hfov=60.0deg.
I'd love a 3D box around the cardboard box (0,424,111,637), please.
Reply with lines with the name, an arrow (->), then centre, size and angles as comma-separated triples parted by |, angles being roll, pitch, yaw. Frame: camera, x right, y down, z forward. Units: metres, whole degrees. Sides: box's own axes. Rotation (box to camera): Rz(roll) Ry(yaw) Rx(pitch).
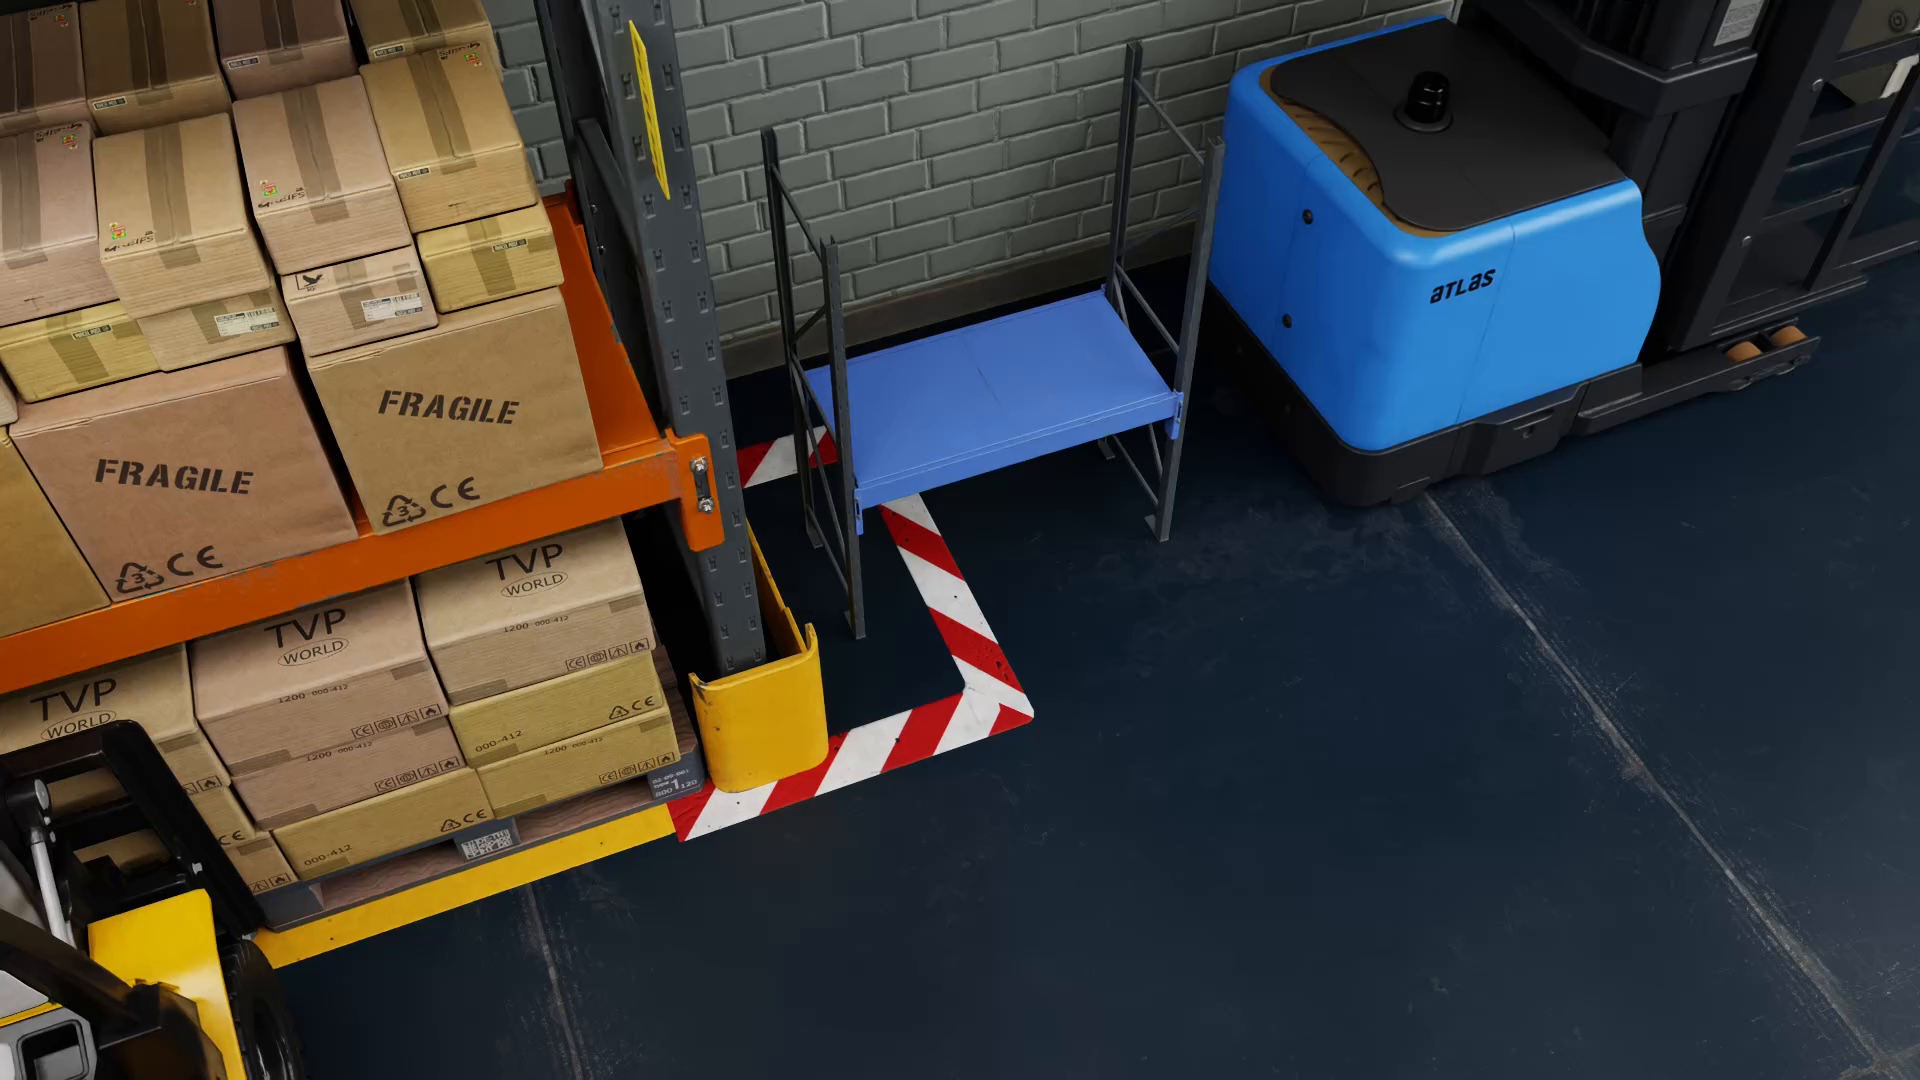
cardboard box -> -2.070, -0.125, 3.314 | 0.500, 0.500, 0.500 | -18, 52, -15

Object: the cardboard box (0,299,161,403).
cardboard box -> -1.693, -0.466, 3.180 | 0.250, 0.149, 0.380 | -18, 52, -15

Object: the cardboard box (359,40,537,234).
cardboard box -> -1.008, -0.797, 3.268 | 0.250, 0.149, 0.380 | -17, 51, -14

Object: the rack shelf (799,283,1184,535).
rack shelf -> 0.079, -0.396, 4.838 | 1.000, 0.185, 0.538 | -17, 52, -14

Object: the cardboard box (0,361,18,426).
cardboard box -> -1.923, -0.356, 3.085 | 0.250, 0.149, 0.380 | -19, 52, -15

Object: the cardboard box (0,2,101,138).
cardboard box -> -1.876, -0.904, 3.360 | 0.250, 0.149, 0.380 | -17, 51, -14

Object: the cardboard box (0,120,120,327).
cardboard box -> -1.715, -0.592, 3.091 | 0.250, 0.149, 0.380 | -17, 51, -14

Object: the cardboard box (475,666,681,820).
cardboard box -> -1.071, 0.408, 4.458 | 0.500, 0.250, 0.500 | -17, 51, -14

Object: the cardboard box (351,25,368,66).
cardboard box -> -1.372, -0.921, 3.570 | 0.250, 0.149, 0.380 | -17, 52, -14

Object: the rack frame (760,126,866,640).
rack frame -> -0.392, -0.367, 4.577 | 0.032, 1.500, 0.500 | -17, 52, -14

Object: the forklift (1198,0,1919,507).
forklift -> 2.372, -1.816, 4.877 | 3.031, 2.935, 1.130 | -19, 52, -15

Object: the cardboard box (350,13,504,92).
cardboard box -> -1.168, -1.036, 3.669 | 0.250, 0.149, 0.380 | -18, 52, -15

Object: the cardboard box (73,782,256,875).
cardboard box -> -2.027, 0.547, 4.009 | 0.500, 0.250, 0.500 | -18, 52, -15

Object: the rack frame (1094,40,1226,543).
rack frame -> 0.550, -0.659, 4.827 | 0.032, 1.500, 0.500 | -17, 52, -14

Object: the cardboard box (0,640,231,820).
cardboard box -> -1.998, 0.379, 3.823 | 0.500, 0.250, 0.500 | -17, 51, -14

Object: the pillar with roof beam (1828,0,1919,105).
pillar with roof beam -> 5.441, -1.793, 0.858 | 0.400, 9.000, 9.100 | -17, 52, -14

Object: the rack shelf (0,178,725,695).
rack shelf -> -2.607, 0.101, 3.660 | 4.000, 0.370, 1.077 | -17, 52, -14

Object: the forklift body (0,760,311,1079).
forklift body -> -1.822, 1.394, 2.635 | 1.214, 2.155, 2.313 | -17, 52, -14

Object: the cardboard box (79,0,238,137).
cardboard box -> -1.642, -0.965, 3.412 | 0.250, 0.149, 0.380 | -16, 51, -14

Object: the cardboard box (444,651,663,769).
cardboard box -> -1.088, 0.248, 4.266 | 0.500, 0.250, 0.500 | -18, 52, -15

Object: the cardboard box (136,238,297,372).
cardboard box -> -1.460, -0.529, 3.234 | 0.250, 0.149, 0.380 | -16, 51, -14

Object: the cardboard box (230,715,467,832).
cardboard box -> -1.557, 0.384, 4.149 | 0.500, 0.250, 0.500 | -18, 52, -15

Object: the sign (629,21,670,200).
sign -> -0.564, -0.777, 3.020 | 0.005, 0.325, 0.100 | -17, 52, -14

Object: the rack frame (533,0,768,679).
rack frame -> -0.756, -0.707, 3.880 | 0.127, 3.000, 1.000 | -17, 52, -14

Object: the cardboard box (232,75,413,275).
cardboard box -> -1.224, -0.705, 3.188 | 0.250, 0.149, 0.380 | -17, 51, -14

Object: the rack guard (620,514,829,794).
rack guard -> -0.734, 0.100, 4.834 | 0.348, 0.500, 1.175 | -17, 52, -14

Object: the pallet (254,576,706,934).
pallet -> -1.448, 0.450, 4.724 | 1.213, 0.211, 1.003 | -17, 52, -14

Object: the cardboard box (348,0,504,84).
cardboard box -> -1.148, -1.102, 3.529 | 0.250, 0.149, 0.380 | -18, 52, -15

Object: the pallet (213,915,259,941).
pallet -> -2.576, 0.797, 4.426 | 1.213, 0.211, 1.003 | -17, 52, -14

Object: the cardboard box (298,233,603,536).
cardboard box -> -1.112, -0.414, 3.563 | 0.500, 0.500, 0.500 | -18, 52, -15

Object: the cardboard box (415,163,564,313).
cardboard box -> -0.971, -0.655, 3.342 | 0.250, 0.149, 0.380 | -17, 51, -14

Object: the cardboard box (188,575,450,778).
cardboard box -> -1.535, 0.228, 3.954 | 0.500, 0.250, 0.500 | -16, 51, -14

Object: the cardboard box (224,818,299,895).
cardboard box -> -2.002, 0.682, 4.223 | 0.500, 0.250, 0.500 | -17, 51, -14

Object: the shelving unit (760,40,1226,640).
shelving unit -> 0.079, -0.513, 4.702 | 1.048, 1.500, 0.538 | -17, 52, -14

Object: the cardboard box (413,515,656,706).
cardboard box -> -1.064, 0.077, 4.083 | 0.500, 0.250, 0.500 | -16, 51, -13

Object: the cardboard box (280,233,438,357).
cardboard box -> -1.196, -0.561, 3.261 | 0.250, 0.149, 0.380 | -16, 51, -14

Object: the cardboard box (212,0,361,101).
cardboard box -> -1.417, -1.069, 3.502 | 0.250, 0.149, 0.380 | -16, 51, -13

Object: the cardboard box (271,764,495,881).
cardboard box -> -1.535, 0.544, 4.341 | 0.500, 0.250, 0.500 | -17, 52, -14

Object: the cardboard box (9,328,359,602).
cardboard box -> -1.596, -0.272, 3.440 | 0.500, 0.500, 0.500 | -16, 51, -13

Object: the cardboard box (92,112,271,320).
cardboard box -> -1.456, -0.611, 3.108 | 0.250, 0.149, 0.380 | -16, 51, -13
